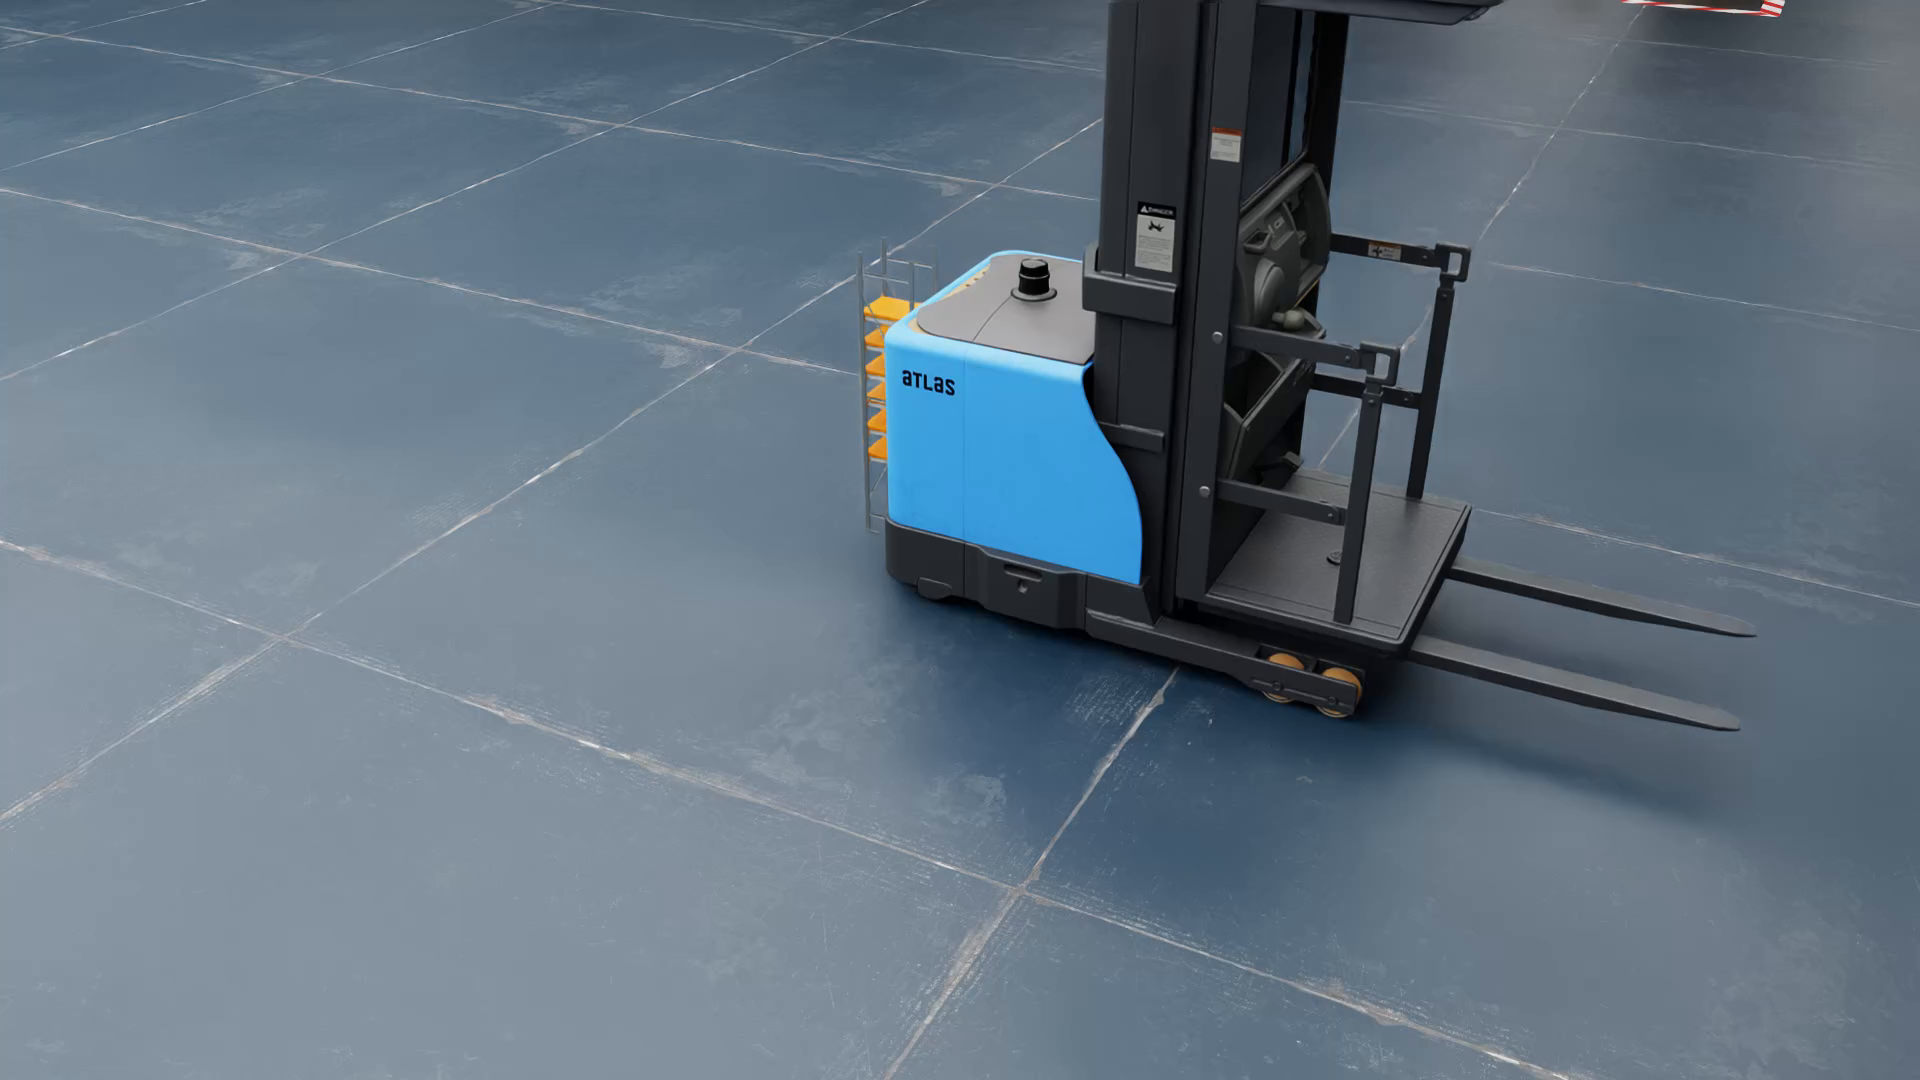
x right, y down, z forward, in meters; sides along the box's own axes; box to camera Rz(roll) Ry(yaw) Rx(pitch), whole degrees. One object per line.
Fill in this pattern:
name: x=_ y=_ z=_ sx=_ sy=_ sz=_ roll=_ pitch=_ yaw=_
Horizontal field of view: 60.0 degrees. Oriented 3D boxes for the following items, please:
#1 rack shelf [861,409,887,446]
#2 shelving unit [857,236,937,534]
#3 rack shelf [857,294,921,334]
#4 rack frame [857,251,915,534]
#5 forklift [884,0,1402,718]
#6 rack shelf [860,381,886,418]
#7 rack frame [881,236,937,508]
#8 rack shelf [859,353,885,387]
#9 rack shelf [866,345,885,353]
rack shelf: x=-0.236 y=-0.430 z=6.624 sx=0.258 sy=0.103 sz=0.180 roll=14 pitch=33 yaw=23
shelving unit: x=-0.236 y=-0.573 z=6.542 sx=0.258 sy=1.200 sz=0.189 roll=14 pitch=33 yaw=23
rack shelf: x=-0.236 y=-0.846 z=6.385 sx=0.258 sy=0.103 sz=0.180 roll=14 pitch=33 yaw=23
rack frame: x=-0.277 y=-0.532 z=6.471 sx=0.240 sy=1.200 sz=0.006 roll=14 pitch=33 yaw=23
forklift: x=1.266 y=-0.966 z=5.489 sx=3.031 sy=2.935 sz=1.130 roll=14 pitch=33 yaw=23
rack shelf: x=-0.236 y=-0.534 z=6.564 sx=0.258 sy=0.103 sz=0.180 roll=14 pitch=33 yaw=23
rack frame: x=-0.194 y=-0.613 z=6.613 sx=0.240 sy=1.200 sz=0.006 roll=14 pitch=33 yaw=23
rack shelf: x=-0.236 y=-0.638 z=6.505 sx=0.258 sy=0.103 sz=0.180 roll=14 pitch=33 yaw=23
rack shelf: x=-0.236 y=-0.760 z=6.435 sx=0.199 sy=0.020 sz=0.166 roll=14 pitch=33 yaw=23
